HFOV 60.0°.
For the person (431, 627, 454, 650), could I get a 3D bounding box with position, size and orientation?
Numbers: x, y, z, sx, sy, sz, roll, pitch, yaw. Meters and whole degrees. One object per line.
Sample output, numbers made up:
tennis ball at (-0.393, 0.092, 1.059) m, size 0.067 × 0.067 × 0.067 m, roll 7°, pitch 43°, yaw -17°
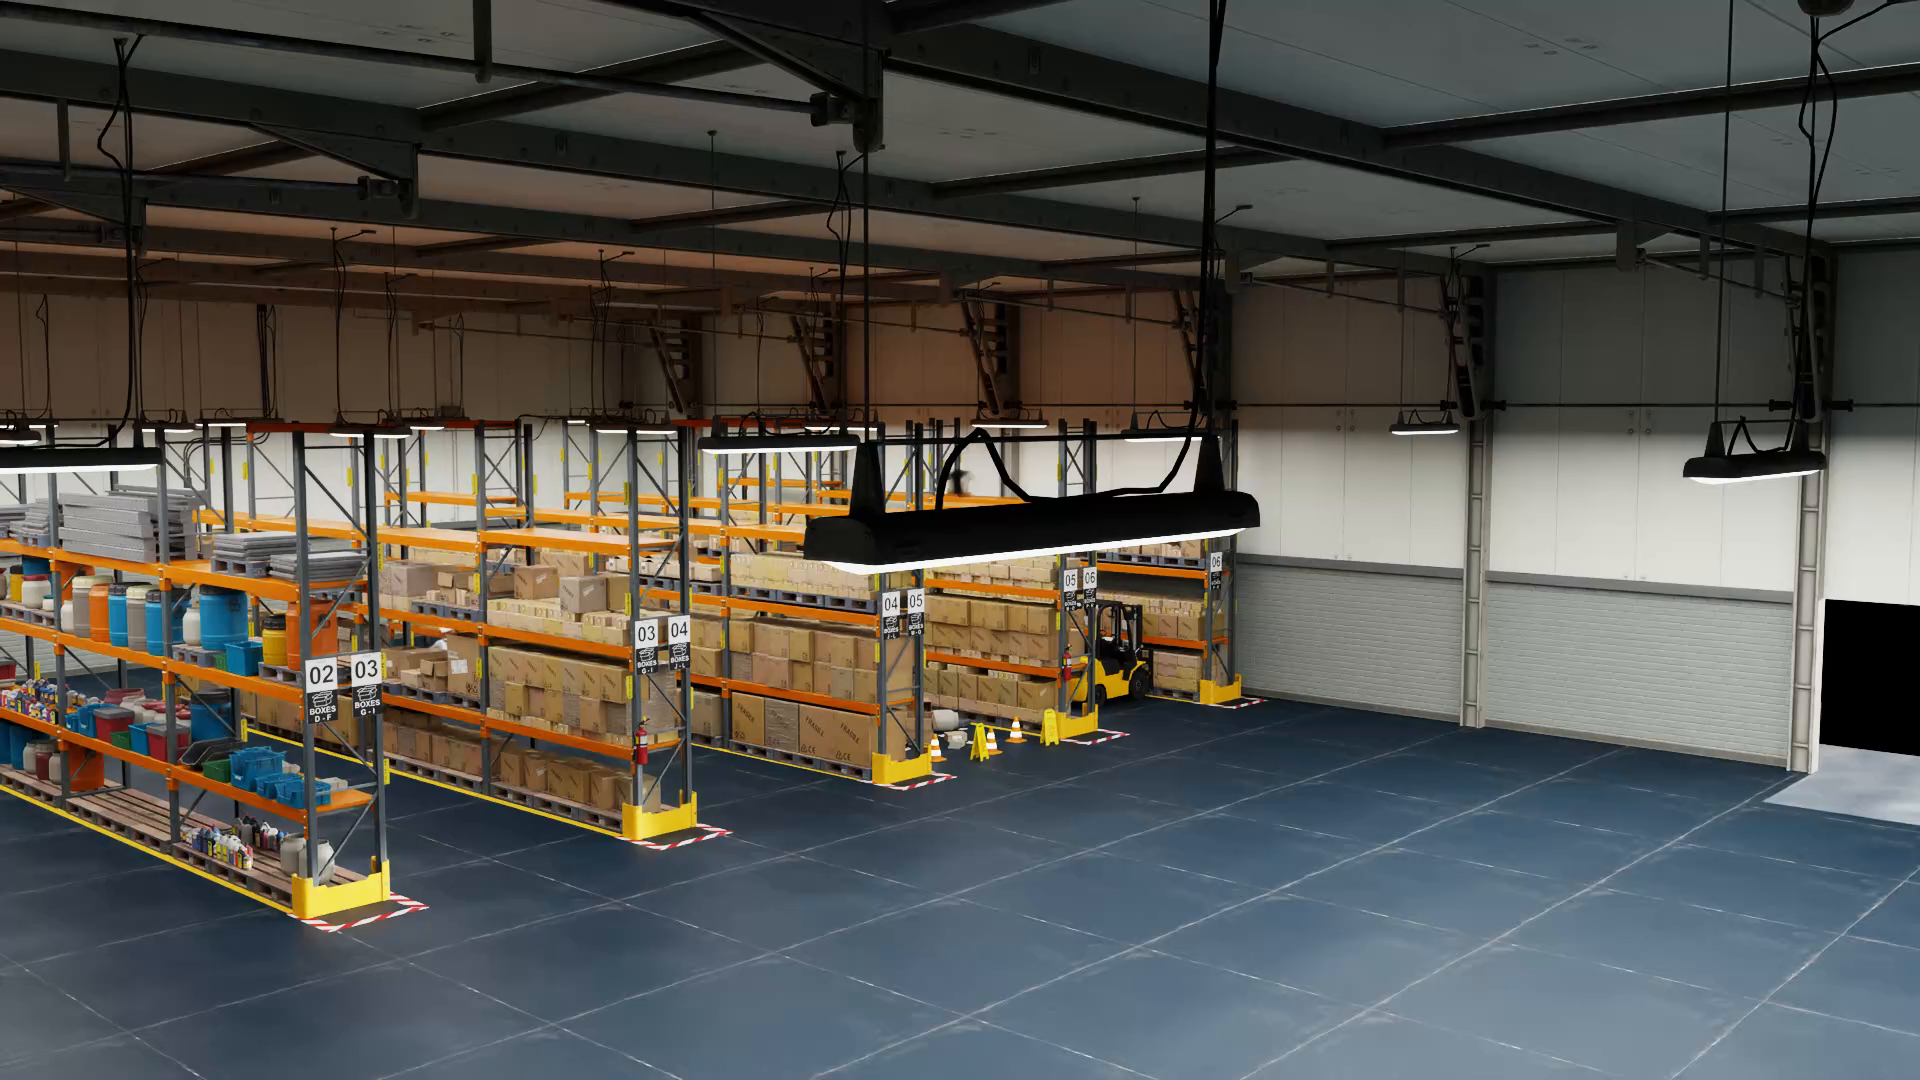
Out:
person at (-10.542, 2.655, 34.247) m, size 0.722 × 1.800 × 0.639 m, roll 3°, pitch 6°, yaw 35°
